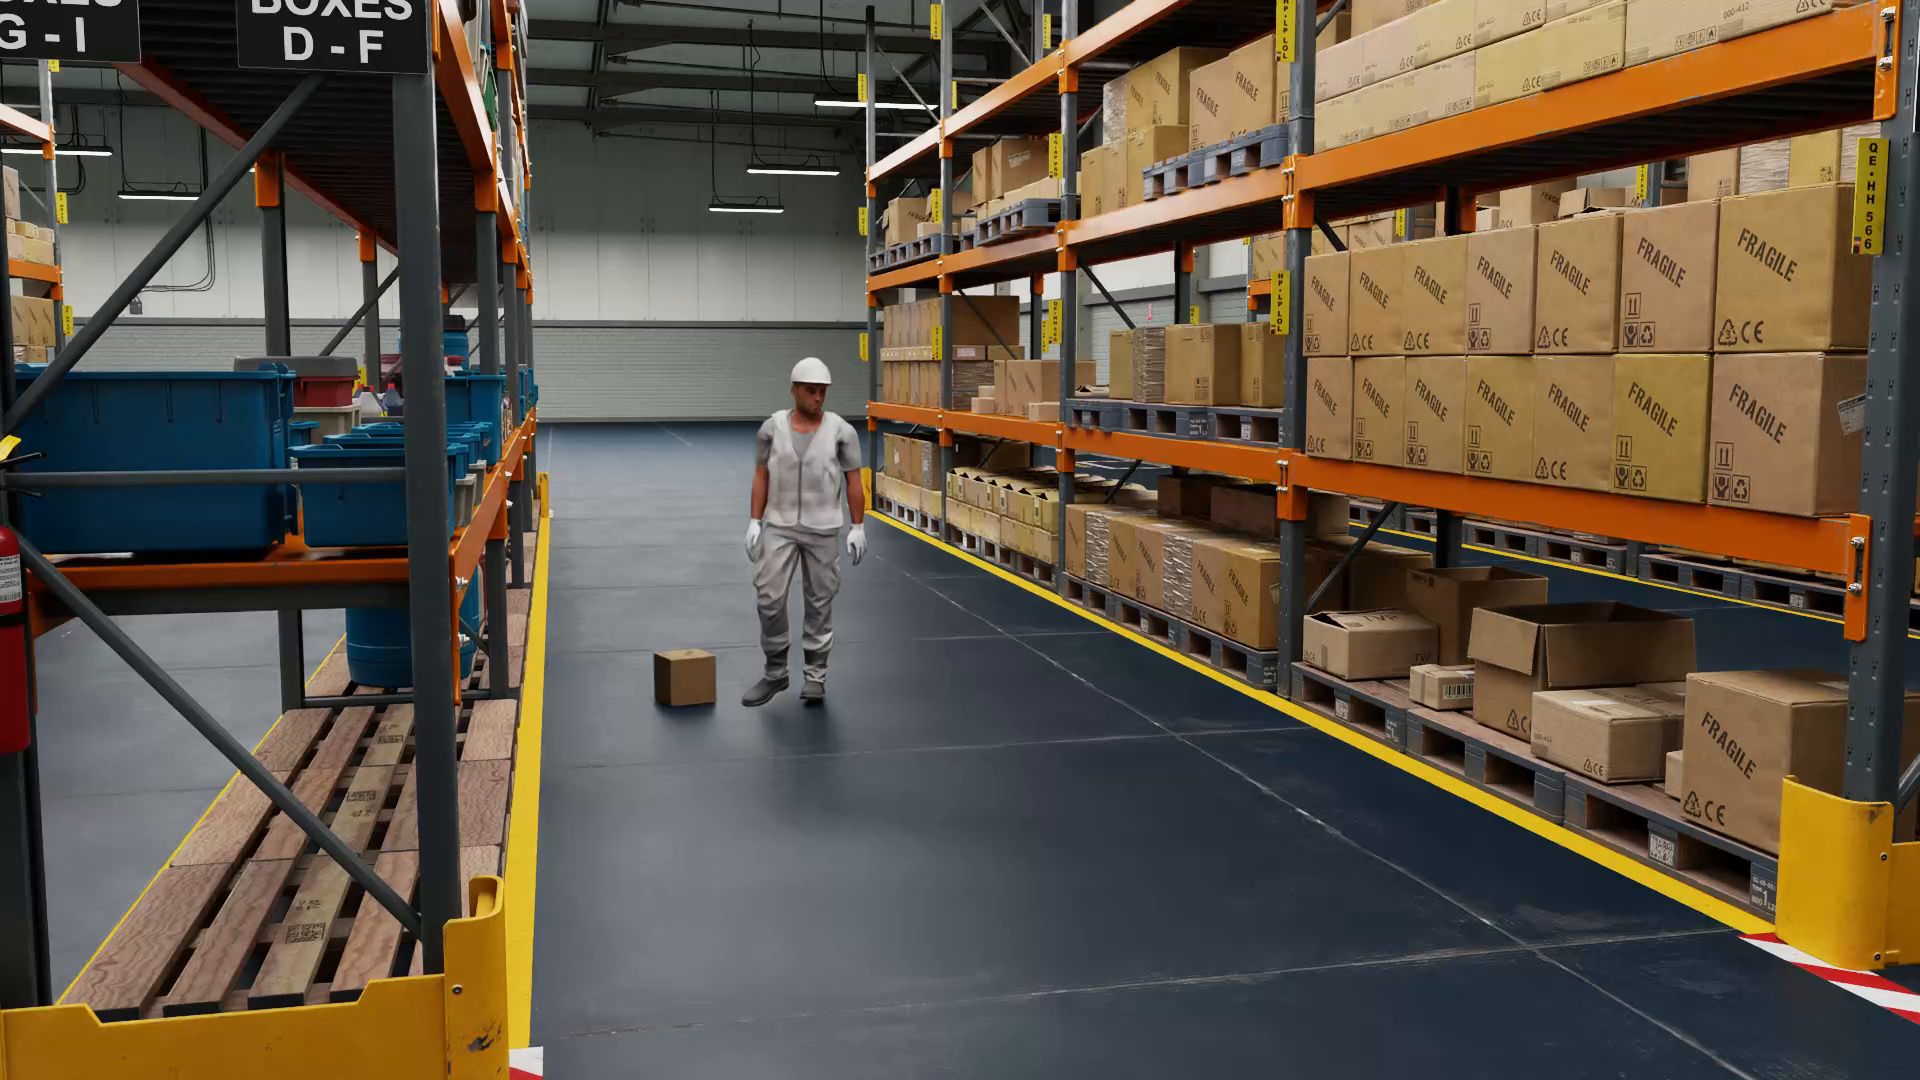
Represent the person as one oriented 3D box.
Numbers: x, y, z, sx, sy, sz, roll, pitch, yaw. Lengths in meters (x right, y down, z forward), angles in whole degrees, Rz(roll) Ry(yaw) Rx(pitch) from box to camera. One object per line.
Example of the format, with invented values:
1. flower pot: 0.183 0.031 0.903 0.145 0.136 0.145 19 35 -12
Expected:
1. person: -0.804 -0.040 8.556 0.647 1.784 0.474 0 6 1
